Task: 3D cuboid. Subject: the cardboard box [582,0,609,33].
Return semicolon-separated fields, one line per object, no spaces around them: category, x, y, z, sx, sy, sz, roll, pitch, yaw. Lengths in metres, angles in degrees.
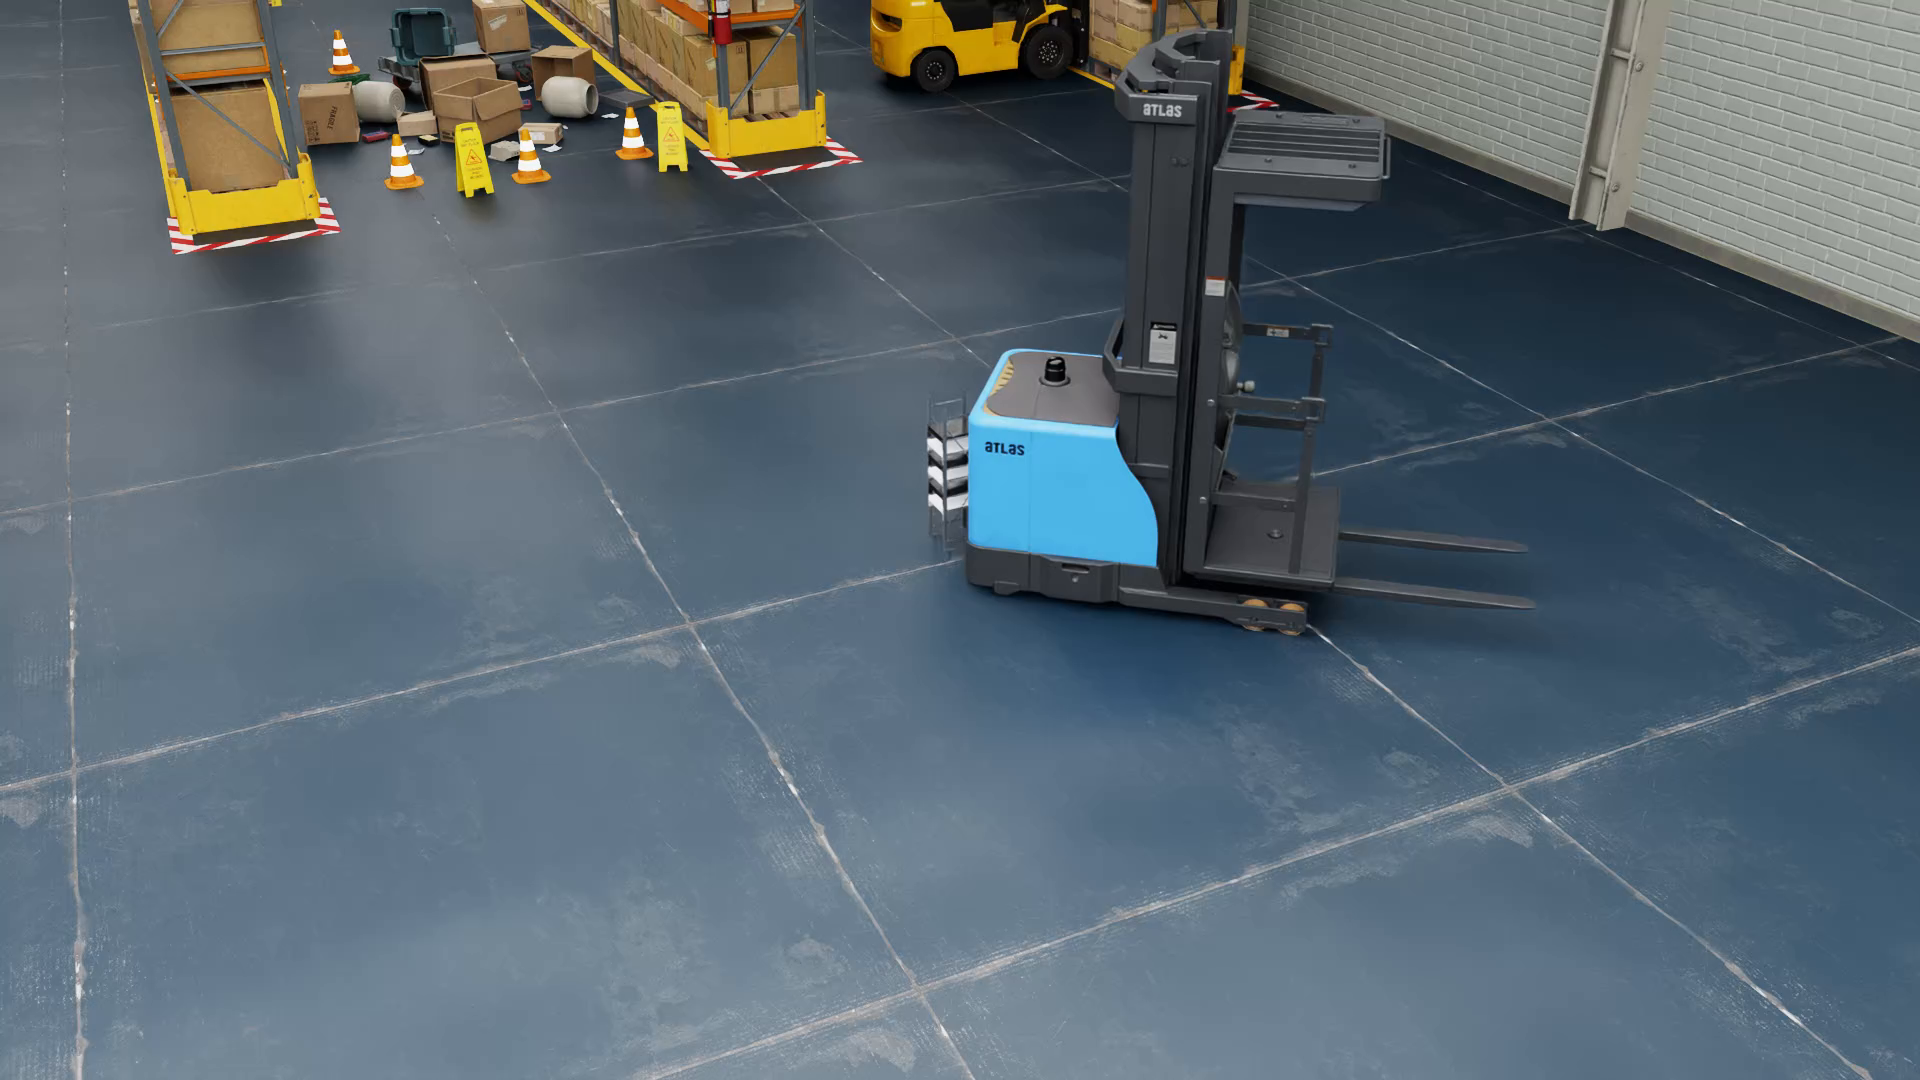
cardboard box;-4.161;-6.599;20.709;0.950;0.372;0.625;-11;31;-19

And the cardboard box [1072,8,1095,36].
cardboard box;1.639;-6.090;19.415;0.500;0.250;0.500;-14;32;-23

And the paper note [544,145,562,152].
paper note;-4.108;-3.952;16.767;0.142;0.019;0.148;26;38;38

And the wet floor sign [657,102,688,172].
wet floor sign;-2.789;-3.912;16.067;0.267;0.644;0.232;-3;29;-5

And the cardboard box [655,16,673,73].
cardboard box;-2.921;-5.312;17.771;0.500;0.500;0.500;-14;32;-23

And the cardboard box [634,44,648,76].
cardboard box;-3.373;-5.447;18.780;0.500;0.250;0.500;-11;31;-19

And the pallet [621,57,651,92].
pallet;-3.302;-5.509;19.358;1.003;0.211;1.213;-13;32;-22

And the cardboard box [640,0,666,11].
cardboard box;-3.272;-5.878;18.118;0.380;0.149;0.250;-11;31;-19

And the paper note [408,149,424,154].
paper note;-5.454;-3.898;16.673;0.144;0.017;0.142;-3;29;-5

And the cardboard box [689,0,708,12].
cardboard box;-2.467;-5.347;16.475;0.380;0.149;0.250;-13;32;-23

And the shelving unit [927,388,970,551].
shelving unit;-0.030;-0.399;9.541;0.258;0.900;0.210;-13;32;-22

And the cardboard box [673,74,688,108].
cardboard box;-2.710;-4.762;17.558;0.500;0.250;0.500;-13;32;-22

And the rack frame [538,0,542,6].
rack frame;-5.339;-8.781;22.343;1.000;3.000;0.127;-13;32;-22

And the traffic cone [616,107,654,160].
traffic cone;-3.254;-4.060;16.517;0.336;0.463;0.334;-13;32;-22

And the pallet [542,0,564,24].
pallet;-5.005;-7.220;22.409;1.003;0.211;1.213;-13;32;-22

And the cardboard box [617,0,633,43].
cardboard box;-3.612;-6.008;19.013;0.500;0.500;0.500;-12;31;-20

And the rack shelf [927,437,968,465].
rack shelf;-0.030;-0.527;9.469;0.258;0.077;0.200;-13;32;-22

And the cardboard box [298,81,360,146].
cardboard box;-6.456;-4.371;17.031;0.500;0.500;0.500;-8;30;-13

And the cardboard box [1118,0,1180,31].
cardboard box;2.097;-5.849;18.474;0.500;0.250;0.500;-12;31;-20

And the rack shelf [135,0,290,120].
rack shelf;-7.190;-4.733;15.859;1.077;0.370;4.000;-13;32;-22

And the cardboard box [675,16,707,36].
cardboard box;-2.702;-5.289;17.066;0.380;0.149;0.250;-12;31;-21

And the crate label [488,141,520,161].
crate label;-4.504;-3.869;16.510;0.298;0.136;0.250;19;34;30

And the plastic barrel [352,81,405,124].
plastic barrel;-6.177;-4.628;17.570;0.512;0.421;0.421;7;30;13

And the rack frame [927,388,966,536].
rack frame;-0.074;-0.444;9.621;0.240;0.900;0.006;-13;32;-22

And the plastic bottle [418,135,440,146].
plastic bottle;-5.438;-4.083;16.969;0.283;0.061;0.133;26;38;38

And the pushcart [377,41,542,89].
pushcart;-5.660;-5.370;18.940;0.936;0.377;1.648;26;38;38

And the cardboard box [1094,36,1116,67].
cardboard box;1.885;-5.638;19.120;0.500;0.250;0.500;-13;32;-22

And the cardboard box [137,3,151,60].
cardboard box;-6.788;-4.622;14.772;0.875;0.550;0.550;-13;32;-22

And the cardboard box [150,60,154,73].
cardboard box;-7.062;-4.094;15.727;0.875;0.875;0.875;-14;32;-23

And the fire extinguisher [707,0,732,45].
fire extinguisher;-2.272;-5.066;15.797;0.296;0.674;0.183;-13;32;-22

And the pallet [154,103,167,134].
pallet;-7.793;-4.362;17.313;1.003;0.211;1.213;-13;32;-22

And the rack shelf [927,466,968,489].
rack shelf;-0.030;-0.370;9.558;0.258;0.077;0.200;-13;32;-22

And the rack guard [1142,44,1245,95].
rack guard;2.587;-5.190;18.495;1.175;0.500;0.348;-13;32;-22

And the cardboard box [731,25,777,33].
cardboard box;-2.240;-5.213;17.595;0.500;0.500;0.500;-14;32;-24

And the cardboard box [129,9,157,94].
cardboard box;-8.397;-5.388;18.162;1.050;0.750;0.750;-13;32;-22

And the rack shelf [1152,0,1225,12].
rack shelf;1.718;-6.861;19.654;1.077;0.370;4.000;-13;32;-22

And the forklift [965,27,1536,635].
forklift;1.603;-1.058;8.640;3.031;2.935;1.130;7;30;11

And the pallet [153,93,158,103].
pallet;-8.448;-5.039;18.521;1.003;0.211;1.213;-13;32;-22

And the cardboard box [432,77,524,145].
cardboard box;-4.945;-4.403;17.087;0.637;0.503;0.797;13;32;21

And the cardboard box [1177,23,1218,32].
cardboard box;2.563;-5.745;18.798;0.500;0.250;0.500;-12;32;-21
